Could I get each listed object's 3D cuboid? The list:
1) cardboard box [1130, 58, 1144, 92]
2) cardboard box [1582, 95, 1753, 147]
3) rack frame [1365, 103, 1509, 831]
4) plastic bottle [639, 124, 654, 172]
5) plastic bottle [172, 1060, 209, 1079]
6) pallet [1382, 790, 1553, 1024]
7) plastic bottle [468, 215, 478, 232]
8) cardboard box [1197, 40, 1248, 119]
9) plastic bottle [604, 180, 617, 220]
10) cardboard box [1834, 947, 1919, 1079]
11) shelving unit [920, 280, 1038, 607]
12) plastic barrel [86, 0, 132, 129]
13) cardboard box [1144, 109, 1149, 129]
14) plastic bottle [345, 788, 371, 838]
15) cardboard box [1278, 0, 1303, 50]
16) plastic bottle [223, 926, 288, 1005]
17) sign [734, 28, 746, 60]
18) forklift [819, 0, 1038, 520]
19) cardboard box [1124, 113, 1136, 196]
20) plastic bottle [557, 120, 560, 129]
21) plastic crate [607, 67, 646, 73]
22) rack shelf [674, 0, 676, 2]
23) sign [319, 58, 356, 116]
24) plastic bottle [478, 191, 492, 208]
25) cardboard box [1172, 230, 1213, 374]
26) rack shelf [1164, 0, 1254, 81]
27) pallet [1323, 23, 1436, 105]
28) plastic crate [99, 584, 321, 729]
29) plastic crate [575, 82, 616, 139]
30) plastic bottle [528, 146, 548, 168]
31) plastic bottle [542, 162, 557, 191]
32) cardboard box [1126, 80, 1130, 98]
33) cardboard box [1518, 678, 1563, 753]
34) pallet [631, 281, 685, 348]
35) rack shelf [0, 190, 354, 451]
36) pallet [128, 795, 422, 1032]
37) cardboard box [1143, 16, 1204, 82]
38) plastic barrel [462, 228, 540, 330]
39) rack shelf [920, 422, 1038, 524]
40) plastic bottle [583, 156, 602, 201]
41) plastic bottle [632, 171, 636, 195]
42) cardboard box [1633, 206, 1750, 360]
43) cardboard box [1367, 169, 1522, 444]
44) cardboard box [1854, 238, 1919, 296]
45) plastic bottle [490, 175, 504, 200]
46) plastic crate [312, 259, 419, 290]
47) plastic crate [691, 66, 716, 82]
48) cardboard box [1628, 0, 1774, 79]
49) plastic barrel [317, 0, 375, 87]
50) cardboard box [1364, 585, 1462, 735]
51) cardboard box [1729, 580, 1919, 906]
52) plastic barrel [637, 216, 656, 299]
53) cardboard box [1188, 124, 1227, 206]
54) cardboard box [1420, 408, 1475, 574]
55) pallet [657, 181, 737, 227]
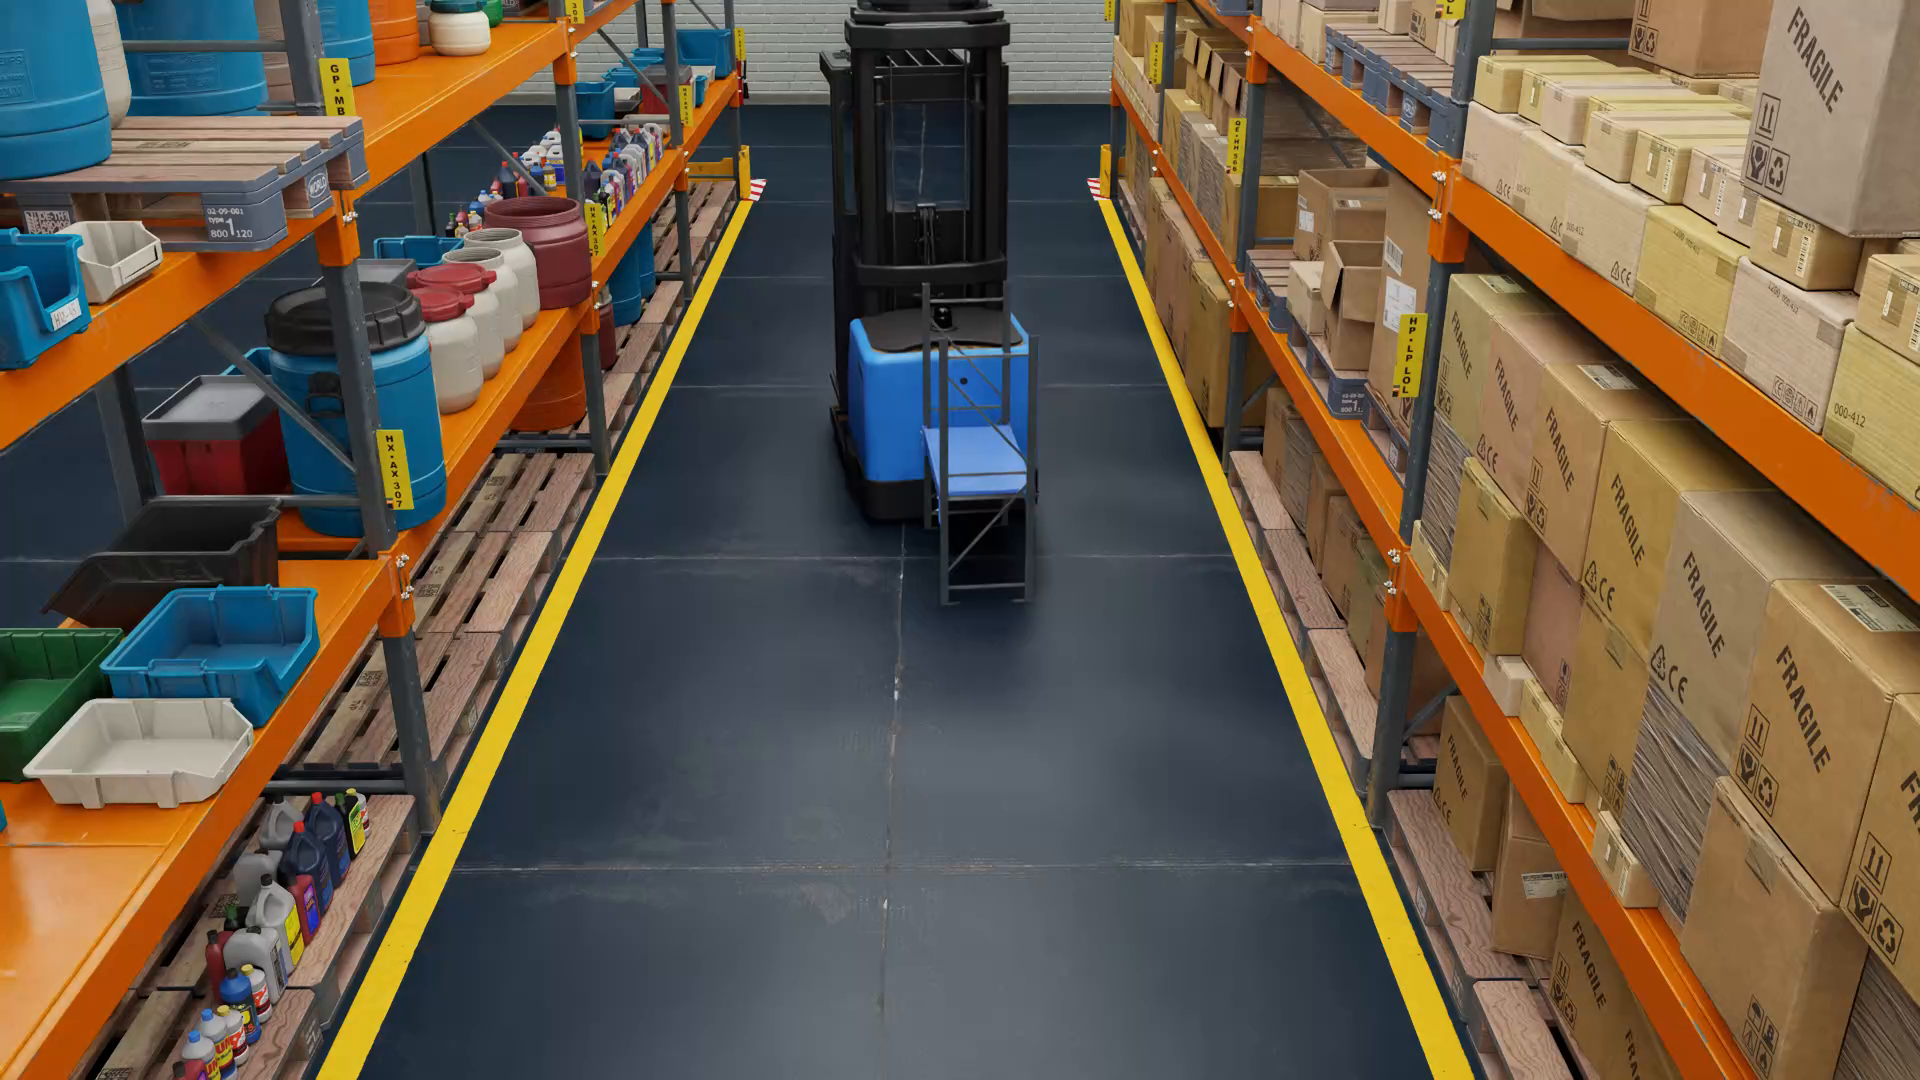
[{"bbox_3d":[1.869,-4.343,15.533,0.500,0.250,0.500,-1,24,-2],"label":"cardboard box"},{"bbox_3d":[2.033,-1.188,4.796,0.380,0.149,0.250,0,24,1],"label":"cardboard box"},{"bbox_3d":[2.240,-0.166,6.477,1.000,3.000,0.127,0,24,-1],"label":"rack frame"},{"bbox_3d":[-2.463,-3.040,12.892,0.144,0.351,0.185,0,24,-1],"label":"plastic bottle"},{"bbox_3d":[-2.362,1.700,5.114,0.061,0.283,0.133,0,24,0],"label":"plastic bottle"},{"bbox_3d":[2.282,1.381,6.440,1.003,0.211,1.213,0,24,-1],"label":"pallet"},{"bbox_3d":[-3.173,-2.009,10.793,0.097,0.201,0.097,0,24,0],"label":"plastic bottle"},{"bbox_3d":[2.163,-3.419,12.331,0.797,0.503,0.637,0,24,0],"label":"cardboard box"},{"bbox_3d":[-2.422,-2.342,11.444,0.097,0.271,0.097,0,24,0],"label":"plastic bottle"},{"bbox_3d":[2.305,1.074,3.252,0.875,0.500,0.500,0,24,-1],"label":"cardboard box"},{"bbox_3d":[0.090,-0.549,9.145,0.538,1.500,1.048,-2,24,-5],"label":"shelving unit"},{"bbox_3d":[-2.905,-1.574,5.306,0.421,0.512,0.421,0,24,0],"label":"plastic barrel"},{"bbox_3d":[1.816,-3.684,14.560,0.380,0.149,0.250,-1,24,-1],"label":"cardboard box"},{"bbox_3d":[-2.398,1.079,6.586,0.097,0.201,0.097,0,24,0],"label":"plastic bottle"},{"bbox_3d":[1.952,-2.706,8.636,0.500,0.250,0.500,0,24,1],"label":"cardboard box"},{"bbox_3d":[-2.414,1.440,5.697,0.152,0.276,0.135,0,24,0],"label":"plastic bottle"},{"bbox_3d":[-2.294,-5.172,17.347,0.100,0.325,0.005,0,24,-1],"label":"sign"},{"bbox_3d":[-0.288,-2.034,10.690,1.130,2.935,3.031,-4,25,-9],"label":"forklift"},{"bbox_3d":[2.196,-4.071,17.179,0.875,0.875,0.875,0,24,-1],"label":"cardboard box"},{"bbox_3d":[-3.223,-3.234,13.402,0.061,0.283,0.133,0,24,-1],"label":"plastic bottle"},{"bbox_3d":[-3.156,-4.394,15.955,0.416,0.233,0.300,0,24,-1],"label":"plastic crate"},{"bbox_3d":[-2.822,-5.303,15.069,1.077,0.370,4.000,0,24,-1],"label":"rack shelf"},{"bbox_3d":[-2.163,-1.512,5.803,0.100,0.325,0.005,0,24,-1],"label":"sign"},{"bbox_3d":[-3.178,-2.201,11.133,0.097,0.271,0.097,0,24,0],"label":"plastic bottle"},{"bbox_3d":[2.207,-1.689,11.914,1.225,0.875,0.875,0,24,0],"label":"cardboard box"},{"bbox_3d":[2.174,-3.677,11.474,1.077,0.370,4.000,0,24,-1],"label":"rack shelf"},{"bbox_3d":[2.325,-2.129,7.406,1.213,0.211,1.003,0,24,-1],"label":"pallet"},{"bbox_3d":[-2.430,0.379,5.453,0.499,0.251,0.616,0,24,-1],"label":"plastic crate"},{"bbox_3d":[-3.147,-3.651,14.129,0.392,0.384,0.575,0,24,-1],"label":"plastic crate"},{"bbox_3d":[-3.166,-2.810,12.473,0.152,0.276,0.135,0,24,-1],"label":"plastic bottle"},{"bbox_3d":[-3.039,-2.688,12.295,0.097,0.201,0.097,0,24,0],"label":"plastic bottle"},{"bbox_3d":[1.799,-4.319,15.964,0.380,0.149,0.250,-1,24,-1],"label":"cardboard box"},{"bbox_3d":[1.979,0.553,5.191,0.380,0.149,0.250,0,24,-1],"label":"cardboard box"},{"bbox_3d":[-2.834,-1.852,13.588,1.003,0.211,1.213,0,24,-1],"label":"pallet"},{"bbox_3d":[-2.691,-0.359,4.136,1.077,0.370,4.000,0,24,-1],"label":"rack shelf"},{"bbox_3d":[-2.748,1.404,6.390,1.003,0.211,1.213,0,24,-1],"label":"pallet"},{"bbox_3d":[1.879,-4.266,14.453,0.500,0.500,0.500,0,24,0],"label":"cardboard box"},{"bbox_3d":[-2.532,-1.420,9.114,0.421,0.512,0.421,0,24,0],"label":"plastic barrel"},{"bbox_3d":[0.090,-0.386,9.219,0.538,0.185,1.000,-2,24,-5],"label":"rack shelf"},{"bbox_3d":[-2.602,-2.530,11.765,0.144,0.351,0.185,0,24,-1],"label":"plastic bottle"},{"bbox_3d":[-2.431,-2.632,12.170,0.097,0.201,0.097,0,24,0],"label":"plastic bottle"},{"bbox_3d":[2.008,-0.638,4.062,0.500,0.250,0.500,-1,24,-1],"label":"cardboard box"},{"bbox_3d":[2.371,-0.959,6.992,1.000,1.000,1.000,0,24,0],"label":"cardboard box"},{"bbox_3d":[2.065,-0.537,3.355,0.380,0.149,0.250,0,24,0],"label":"cardboard box"},{"bbox_3d":[-3.200,-2.375,11.502,0.061,0.283,0.133,0,24,-1],"label":"plastic bottle"},{"bbox_3d":[-3.045,-1.154,8.584,0.402,0.464,0.583,0,24,-1],"label":"plastic crate"},{"bbox_3d":[-2.654,-4.660,16.662,0.396,0.136,0.243,0,24,-1],"label":"plastic crate"},{"bbox_3d":[2.499,-1.757,5.266,0.500,0.500,0.500,-1,24,-2],"label":"cardboard box"},{"bbox_3d":[-2.950,-2.486,7.359,0.600,0.901,0.708,0,24,-1],"label":"plastic barrel"},{"bbox_3d":[2.254,0.519,7.461,0.700,0.500,0.500,-2,24,-5],"label":"cardboard box"},{"bbox_3d":[2.019,0.414,3.499,0.500,0.500,0.500,0,24,-1],"label":"cardboard box"},{"bbox_3d":[-2.812,-2.451,13.567,0.600,0.901,0.708,0,24,-1],"label":"plastic barrel"},{"bbox_3d":[1.930,-2.691,11.939,0.500,0.500,0.500,0,24,0],"label":"cardboard box"},{"bbox_3d":[2.183,-0.161,5.984,0.875,0.500,0.500,0,24,-1],"label":"cardboard box"},{"bbox_3d":[-2.874,-3.478,17.184,1.003,0.211,1.213,0,24,-1],"label":"pallet"}]
